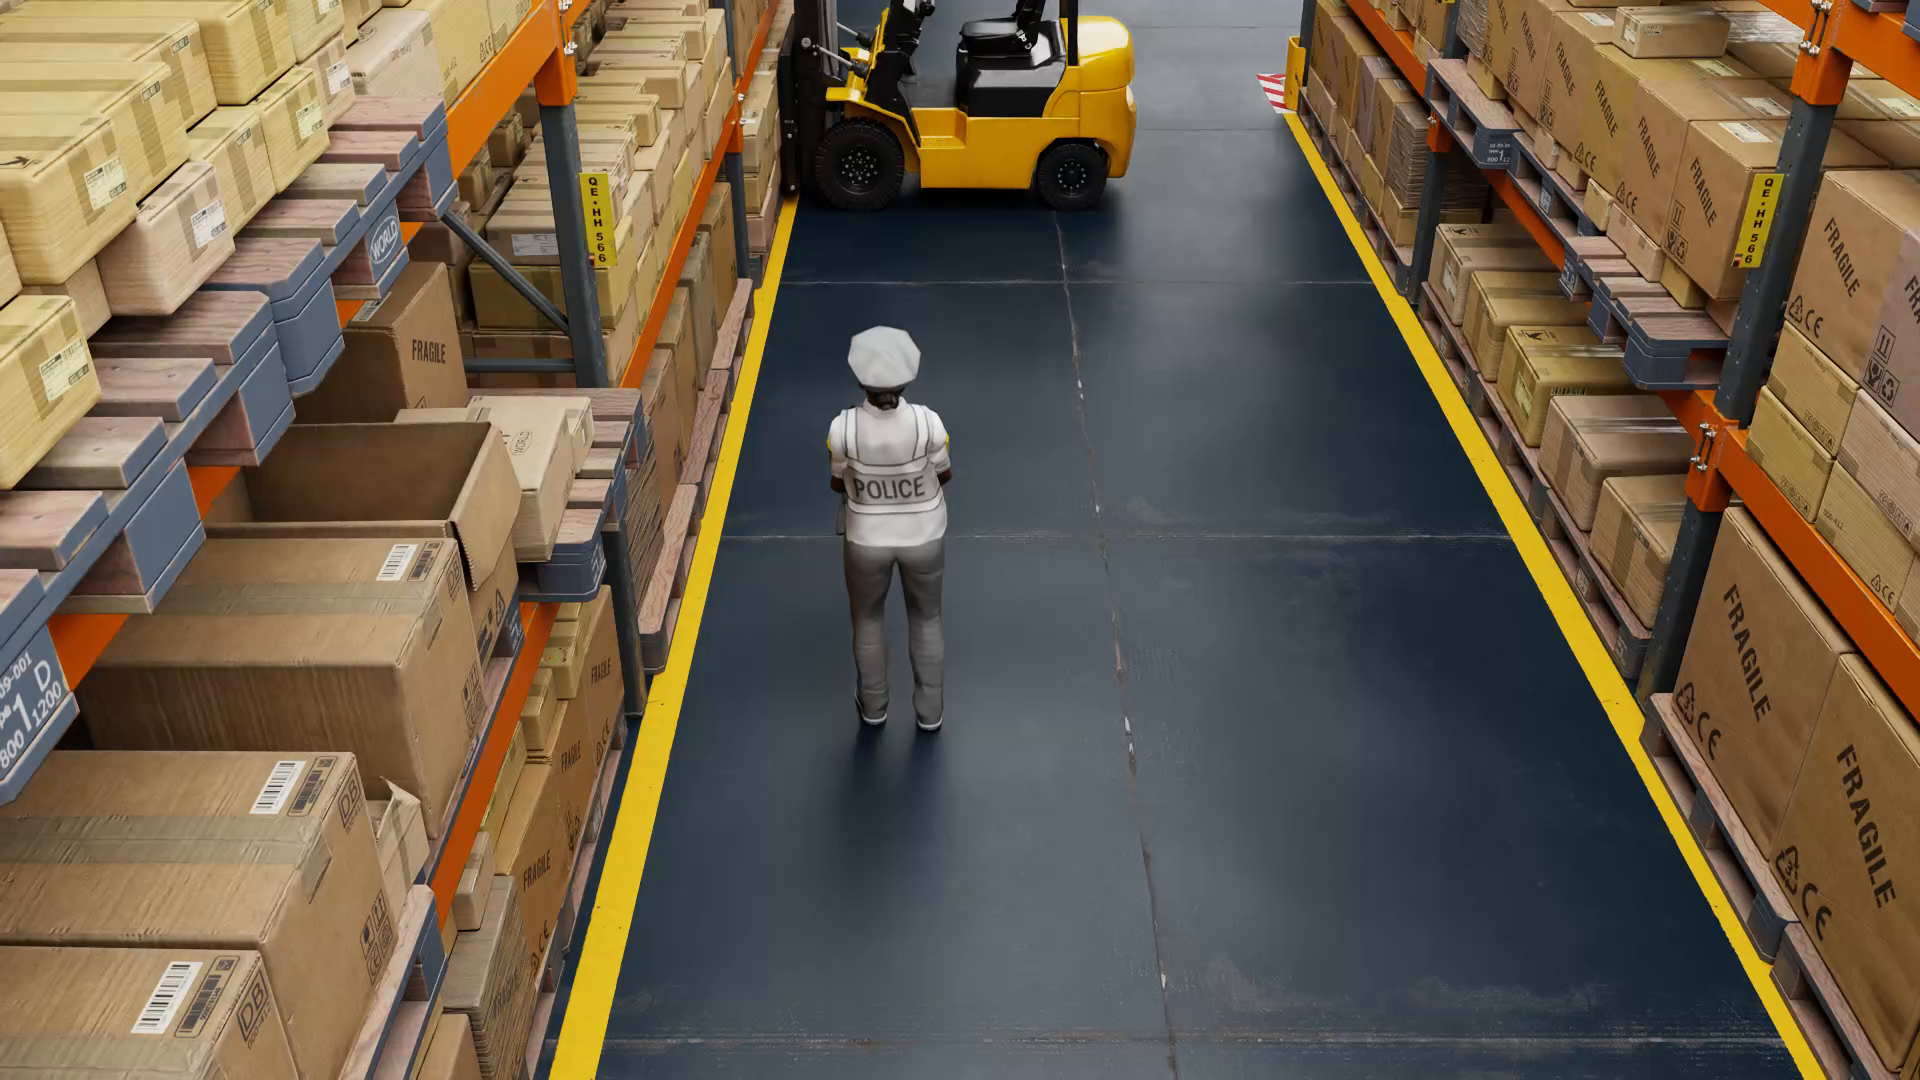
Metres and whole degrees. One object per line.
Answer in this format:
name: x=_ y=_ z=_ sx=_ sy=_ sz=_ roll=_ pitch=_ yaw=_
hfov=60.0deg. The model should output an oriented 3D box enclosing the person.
person: x=-0.255 y=-0.052 z=6.193 sx=0.450 sy=1.688 sz=0.540 roll=-3 pitch=32 yaw=-4
